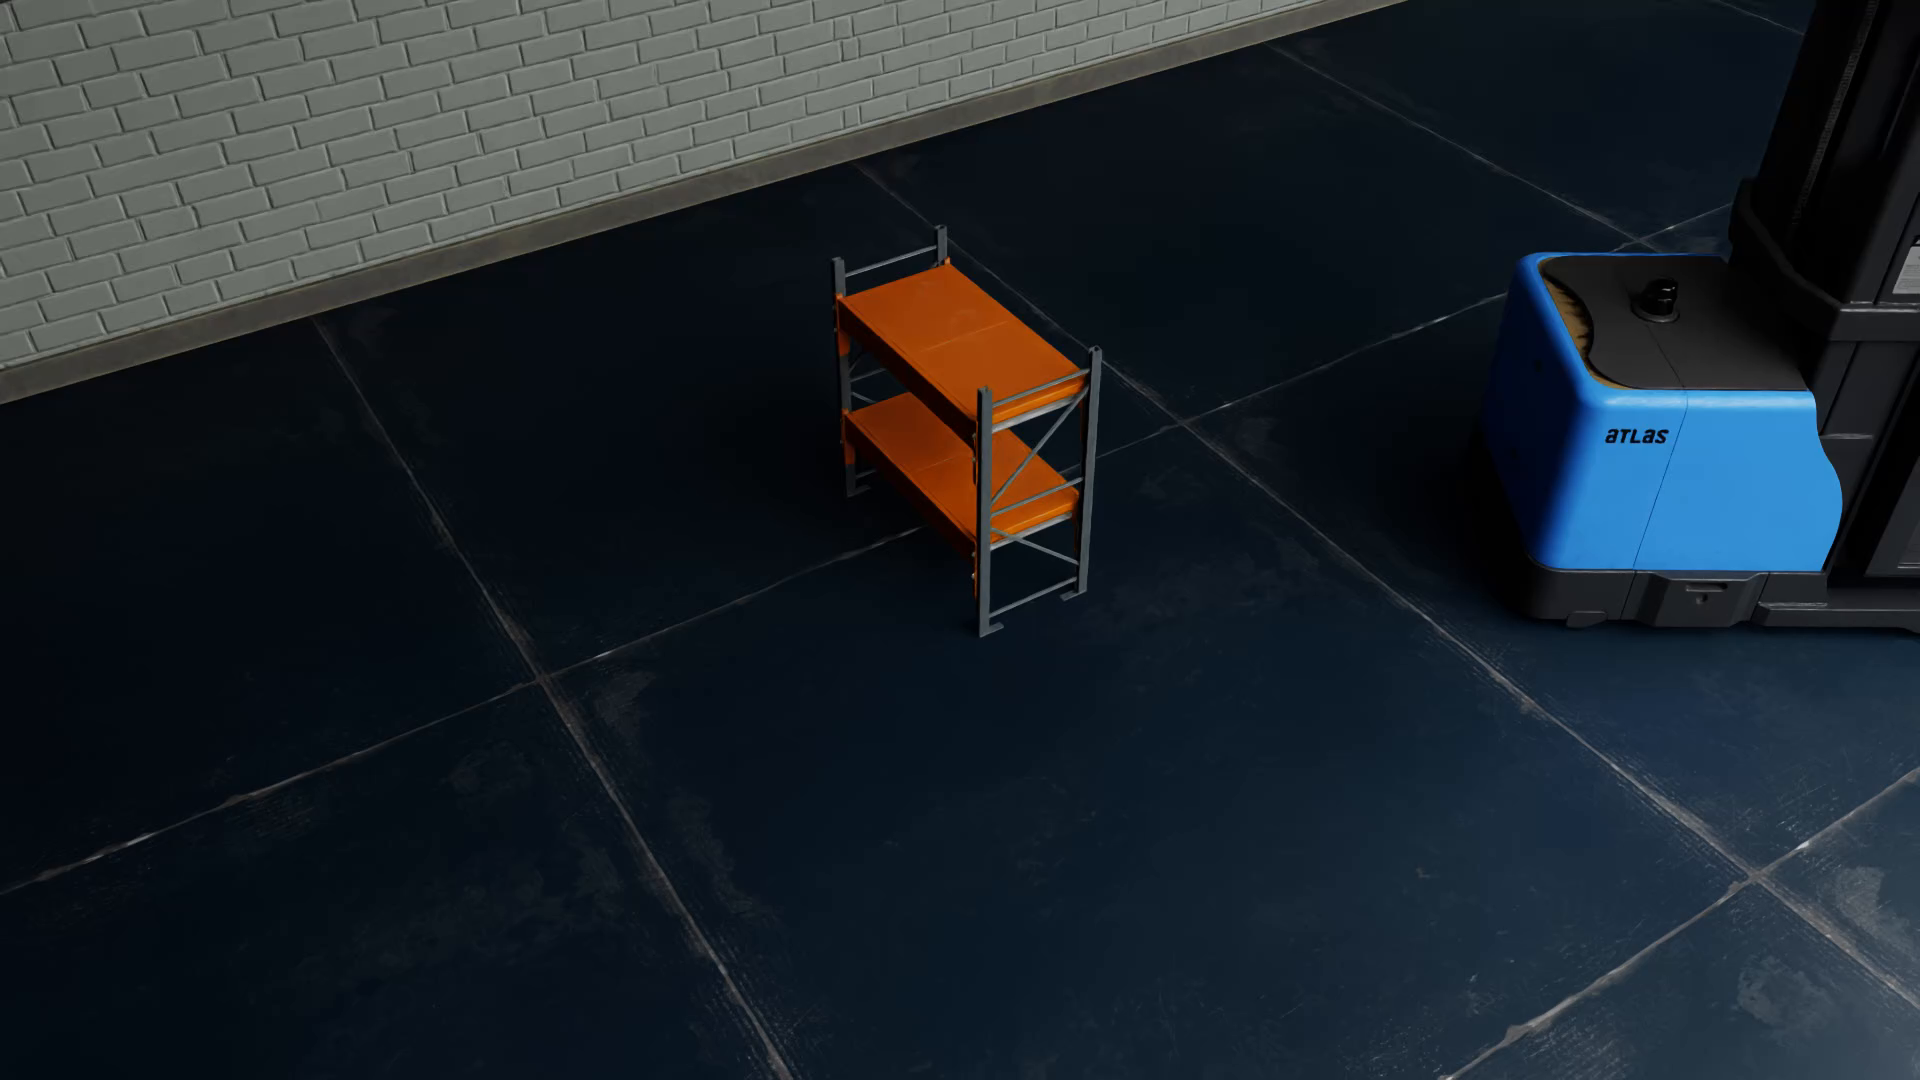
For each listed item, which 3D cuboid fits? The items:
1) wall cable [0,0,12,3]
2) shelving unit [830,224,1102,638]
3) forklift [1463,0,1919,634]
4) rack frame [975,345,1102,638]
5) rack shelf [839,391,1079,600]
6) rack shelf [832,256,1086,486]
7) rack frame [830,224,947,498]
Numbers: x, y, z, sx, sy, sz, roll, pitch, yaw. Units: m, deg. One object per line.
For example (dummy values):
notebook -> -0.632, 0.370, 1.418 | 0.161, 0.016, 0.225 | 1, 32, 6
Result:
wall cable -> -4.812, -2.652, 5.329 | 3.097, 2.526, 0.112 | -22, 45, -24
shelving unit -> 0.004, -0.428, 6.386 | 0.538, 1.125, 1.048 | -22, 45, -24
forklift -> 3.630, -1.095, 5.774 | 3.031, 2.935, 1.130 | 0, 40, 1
rack frame -> 0.277, -0.154, 6.056 | 0.500, 1.125, 0.032 | -22, 45, -24
rack shelf -> 0.004, -0.241, 6.542 | 0.538, 0.278, 1.000 | -22, 45, -24
rack shelf -> 0.004, -0.653, 6.198 | 0.538, 0.278, 1.000 | -22, 45, -24
rack frame -> -0.270, -0.703, 6.715 | 0.500, 1.125, 0.032 | -22, 45, -24
